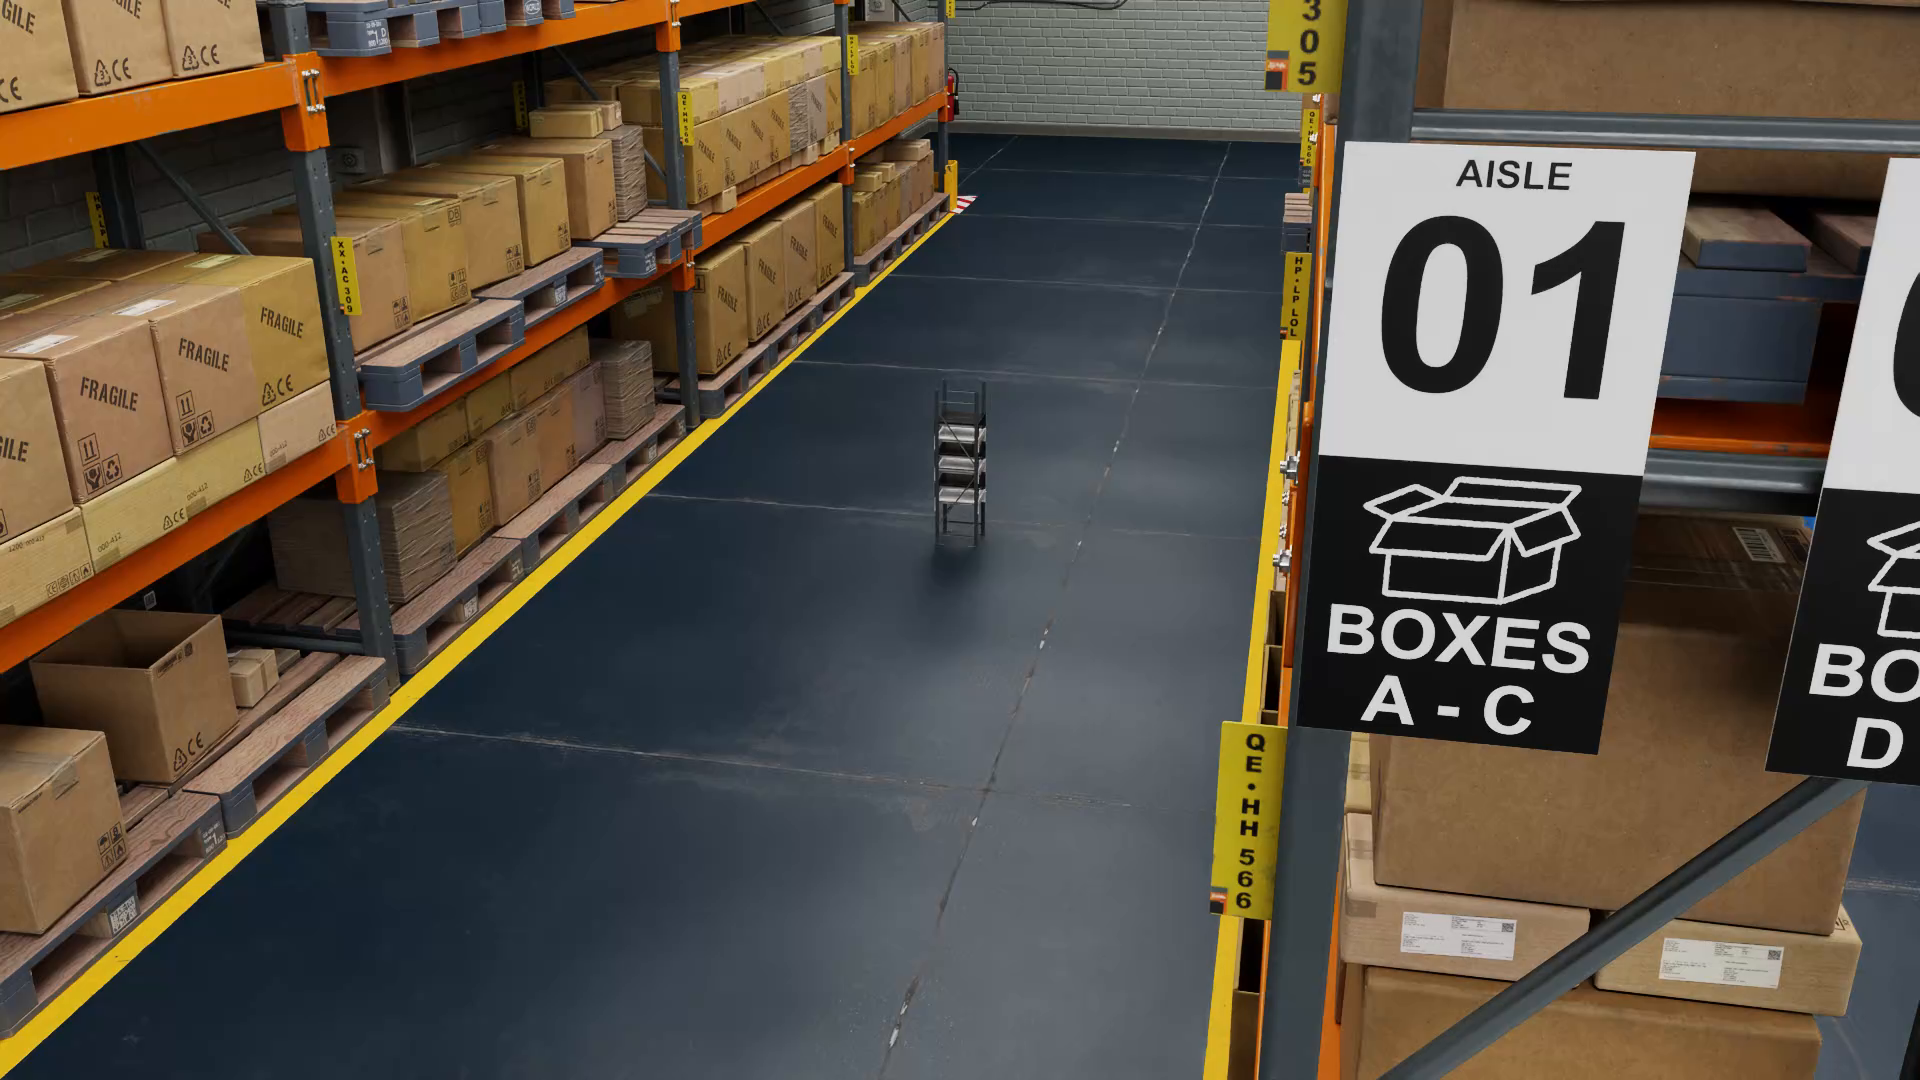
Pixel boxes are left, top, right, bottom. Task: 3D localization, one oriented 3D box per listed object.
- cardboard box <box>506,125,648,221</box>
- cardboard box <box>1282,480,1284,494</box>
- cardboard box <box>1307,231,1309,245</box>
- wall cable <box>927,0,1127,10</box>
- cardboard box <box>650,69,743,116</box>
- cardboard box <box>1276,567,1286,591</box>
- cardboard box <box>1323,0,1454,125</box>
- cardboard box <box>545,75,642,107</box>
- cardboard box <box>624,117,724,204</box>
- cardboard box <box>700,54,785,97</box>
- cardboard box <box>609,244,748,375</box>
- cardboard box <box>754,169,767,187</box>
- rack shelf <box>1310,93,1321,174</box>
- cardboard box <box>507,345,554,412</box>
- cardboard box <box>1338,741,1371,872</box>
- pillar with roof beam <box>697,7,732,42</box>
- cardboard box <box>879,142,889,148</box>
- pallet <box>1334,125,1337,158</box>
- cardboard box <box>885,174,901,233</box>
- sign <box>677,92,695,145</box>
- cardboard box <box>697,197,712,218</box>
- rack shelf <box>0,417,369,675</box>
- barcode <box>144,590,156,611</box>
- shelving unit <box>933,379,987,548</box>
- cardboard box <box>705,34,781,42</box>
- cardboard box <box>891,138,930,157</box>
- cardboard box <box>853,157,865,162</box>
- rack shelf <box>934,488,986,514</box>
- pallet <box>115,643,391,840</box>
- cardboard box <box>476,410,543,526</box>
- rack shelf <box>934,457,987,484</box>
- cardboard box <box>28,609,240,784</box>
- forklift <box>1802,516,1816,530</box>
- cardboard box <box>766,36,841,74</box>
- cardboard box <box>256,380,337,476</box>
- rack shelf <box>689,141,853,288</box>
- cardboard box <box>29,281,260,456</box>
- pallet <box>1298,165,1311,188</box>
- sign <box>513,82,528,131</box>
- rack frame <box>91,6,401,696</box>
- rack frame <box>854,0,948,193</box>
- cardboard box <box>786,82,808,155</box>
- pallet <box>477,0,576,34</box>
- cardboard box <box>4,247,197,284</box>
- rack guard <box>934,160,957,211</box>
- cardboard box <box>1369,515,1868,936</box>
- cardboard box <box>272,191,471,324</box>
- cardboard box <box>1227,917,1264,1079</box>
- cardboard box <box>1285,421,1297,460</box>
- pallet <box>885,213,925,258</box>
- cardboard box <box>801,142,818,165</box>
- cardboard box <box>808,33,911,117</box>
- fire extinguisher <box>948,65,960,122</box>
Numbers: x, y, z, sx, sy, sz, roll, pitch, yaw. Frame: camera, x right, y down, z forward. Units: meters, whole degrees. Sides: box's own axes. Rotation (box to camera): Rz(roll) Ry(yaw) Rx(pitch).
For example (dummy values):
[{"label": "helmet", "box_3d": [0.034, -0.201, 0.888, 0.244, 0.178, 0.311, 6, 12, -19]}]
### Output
[{"label": "cardboard box", "box_3d": [-2.350, -2.271, 10.255, 0.700, 0.500, 0.500, 2, 22, 5]}, {"label": "cardboard box", "box_3d": [1.990, -0.193, 8.935, 0.500, 0.250, 0.500, 4, 22, 10]}, {"label": "cardboard box", "box_3d": [3.241, -2.554, 14.438, 0.500, 0.500, 0.500, 4, 22, 11]}, {"label": "wall cable", "box_3d": [0.872, -8.503, 22.577, 3.097, 2.526, 0.112, 4, 22, 11]}, {"label": "cardboard box", "box_3d": [-1.810, -3.078, 11.418, 0.500, 0.250, 0.500, 4, 22, 10]}, {"label": "cardboard box", "box_3d": [1.572, 0.296, 6.970, 0.500, 0.311, 0.500, 4, 22, 11]}, {"label": "cardboard box", "box_3d": [0.931, -0.914, 3.044, 0.500, 0.250, 0.500, 4, 22, 11]}, {"label": "cardboard box", "box_3d": [-2.425, -2.920, 11.027, 0.500, 0.250, 0.500, 5, 22, 12]}, {"label": "cardboard box", "box_3d": [-1.914, -2.545, 11.099, 0.500, 0.500, 0.500, 5, 22, 13]}, {"label": "cardboard box", "box_3d": [-1.614, -3.448, 12.337, 0.500, 0.250, 0.500, 4, 22, 10]}, {"label": "cardboard box", "box_3d": [-1.986, -1.650, 11.750, 0.750, 0.750, 0.750, 4, 22, 10]}, {"label": "cardboard box", "box_3d": [-1.668, -2.751, 12.478, 0.380, 0.149, 0.250, 5, 22, 11]}, {"label": "rack shelf", "box_3d": [2.178, -2.143, 7.608, 1.077, 0.370, 4.000, 4, 22, 11]}, {"label": "cardboard box", "box_3d": [-2.638, -0.926, 9.391, 0.500, 0.250, 0.500, 4, 22, 11]}, {"label": "cardboard box", "box_3d": [0.897, 0.511, 3.066, 0.380, 0.149, 0.250, 5, 22, 12]}, {"label": "pillar with roof beam", "box_3d": [2.063, -6.433, 13.280, 9.100, 9.000, 0.400, 4, 22, 11]}, {"label": "cardboard box", "box_3d": [-0.949, -4.067, 17.353, 0.380, 0.149, 0.250, 5, 22, 11]}, {"label": "pallet", "box_3d": [1.370, -0.946, 3.790, 1.003, 0.211, 1.213, 4, 22, 11]}, {"label": "cardboard box", "box_3d": [-0.982, -3.328, 16.386, 0.700, 0.500, 0.500, 5, 22, 12]}, {"label": "sign", "box_3d": [-1.731, -2.656, 10.489, 0.100, 0.325, 0.005, 4, 22, 11]}, {"label": "cardboard box", "box_3d": [-1.910, -2.280, 11.310, 0.380, 0.149, 0.250, 5, 22, 12]}, {"label": "rack shelf", "box_3d": [-3.488, 0.335, 5.470, 1.077, 0.370, 4.000, 4, 22, 11]}, {"label": "barcode", "box_3d": [-3.425, 0.256, 7.032, 0.001, 0.075, 0.075, 4, 22, 11]}, {"label": "shelving unit", "box_3d": [0.002, -0.420, 9.193, 0.258, 0.900, 0.210, 4, 22, 11]}, {"label": "cardboard box", "box_3d": [-1.797, -4.049, 13.830, 0.500, 0.250, 0.500, 5, 23, 13]}, {"label": "cardboard box", "box_3d": [-0.524, -4.131, 17.511, 0.380, 0.149, 0.250, 4, 22, 10]}, {"label": "cardboard box", "box_3d": [-1.156, -3.696, 16.432, 0.380, 0.149, 0.250, 4, 22, 10]}, {"label": "rack shelf", "box_3d": [0.002, -0.223, 9.273, 0.258, 0.077, 0.200, 4, 22, 11]}, {"label": "pallet", "box_3d": [-3.183, 0.811, 7.056, 1.003, 0.211, 1.213, 4, 22, 11]}, {"label": "cardboard box", "box_3d": [-2.746, -0.422, 9.143, 0.700, 0.500, 0.500, 5, 22, 12]}, {"label": "rack shelf", "box_3d": [0.002, -0.389, 9.205, 0.258, 0.077, 0.200, 4, 22, 11]}, {"label": "cardboard box", "box_3d": [-3.253, 0.608, 6.587, 0.500, 0.500, 0.500, 3, 22, 7]}, {"label": "forklift", "box_3d": [5.148, -1.484, 9.115, 1.130, 2.935, 3.031, 7, 23, 17]}, {"label": "cardboard box", "box_3d": [-1.293, -4.007, 13.726, 0.500, 0.250, 0.500, 5, 22, 12]}, {"label": "cardboard box", "box_3d": [-2.880, -0.474, 6.689, 0.500, 0.250, 0.500, 5, 22, 11]}, {"label": "rack shelf", "box_3d": [-1.856, -2.591, 12.735, 1.077, 0.370, 4.000, 4, 22, 11]}, {"label": "cardboard box", "box_3d": [-2.970, -0.638, 6.094, 0.500, 0.500, 0.500, 4, 22, 11]}, {"label": "pallet", "box_3d": [3.132, -2.907, 12.813, 1.003, 0.211, 1.213, 4, 22, 11]}, {"label": "sign", "box_3d": [-2.808, -2.771, 10.670, 0.100, 0.325, 0.005, 4, 22, 11]}, {"label": "rack frame", "box_3d": [-3.080, -0.730, 7.152, 1.000, 3.000, 0.127, 4, 22, 11]}, {"label": "rack frame", "box_3d": [-0.632, -5.119, 18.049, 1.000, 3.000, 0.127, 4, 22, 11]}, {"label": "cardboard box", "box_3d": [-1.501, -3.291, 12.952, 0.500, 0.500, 0.500, 4, 22, 11]}, {"label": "pallet", "box_3d": [-2.641, -2.632, 8.109, 1.213, 0.211, 1.003, 4, 22, 11]}, {"label": "cardboard box", "box_3d": [-3.381, -0.862, 6.649, 0.500, 0.500, 0.500, 4, 22, 10]}, {"label": "rack guard", "box_3d": [-0.627, -3.968, 18.538, 1.175, 0.500, 0.348, 4, 22, 11]}, {"label": "cardboard box", "box_3d": [1.072, 0.271, 2.794, 0.700, 0.500, 0.500, 5, 22, 11]}, {"label": "cardboard box", "box_3d": [-2.822, -1.368, 8.013, 0.700, 0.500, 0.500, 7, 23, 16]}, {"label": "cardboard box", "box_3d": [0.962, 1.256, 4.335, 0.500, 0.500, 0.500, 4, 22, 11]}, {"label": "cardboard box", "box_3d": [1.987, -0.448, 8.819, 0.500, 0.311, 0.500, 4, 22, 9]}, {"label": "pallet", "box_3d": [-0.969, -3.082, 16.724, 1.003, 0.211, 1.213, 4, 22, 11]}, {"label": "cardboard box", "box_3d": [-1.361, -3.117, 13.388, 0.380, 0.149, 0.250, 4, 22, 11]}, {"label": "cardboard box", "box_3d": [-1.028, -4.526, 16.174, 0.980, 0.700, 0.700, 3, 22, 8]}, {"label": "fire extinguisher", "box_3d": [-0.149, -4.930, 18.183, 0.296, 0.674, 0.183, 4, 22, 11]}]
